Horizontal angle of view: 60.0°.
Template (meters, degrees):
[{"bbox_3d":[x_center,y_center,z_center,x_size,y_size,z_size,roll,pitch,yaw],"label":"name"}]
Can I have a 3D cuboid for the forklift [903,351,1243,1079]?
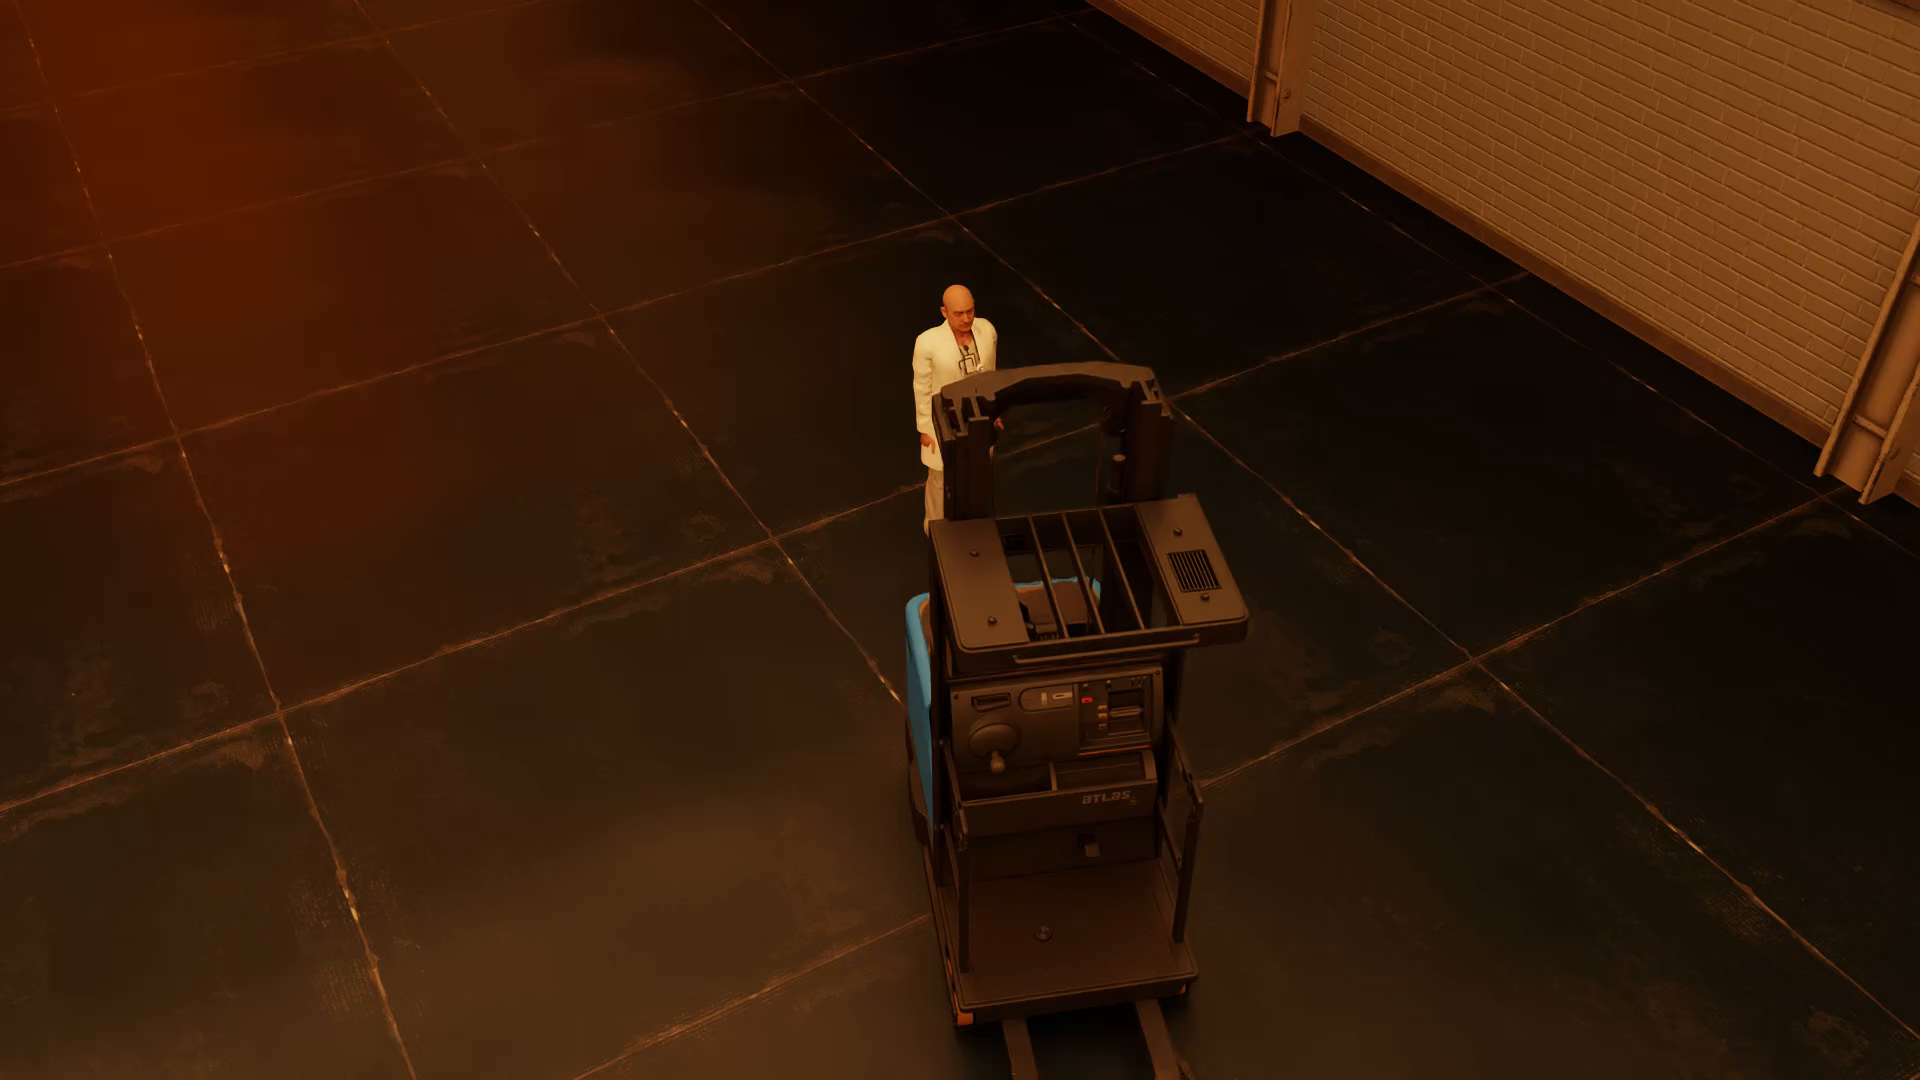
[{"bbox_3d":[0.447,0.802,7.070,1.130,2.935,3.031,-6,40,-7],"label":"forklift"}]

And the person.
[{"bbox_3d":[0.018,-0.677,9.753,0.551,1.782,0.387,-20,44,-23],"label":"person"}]
